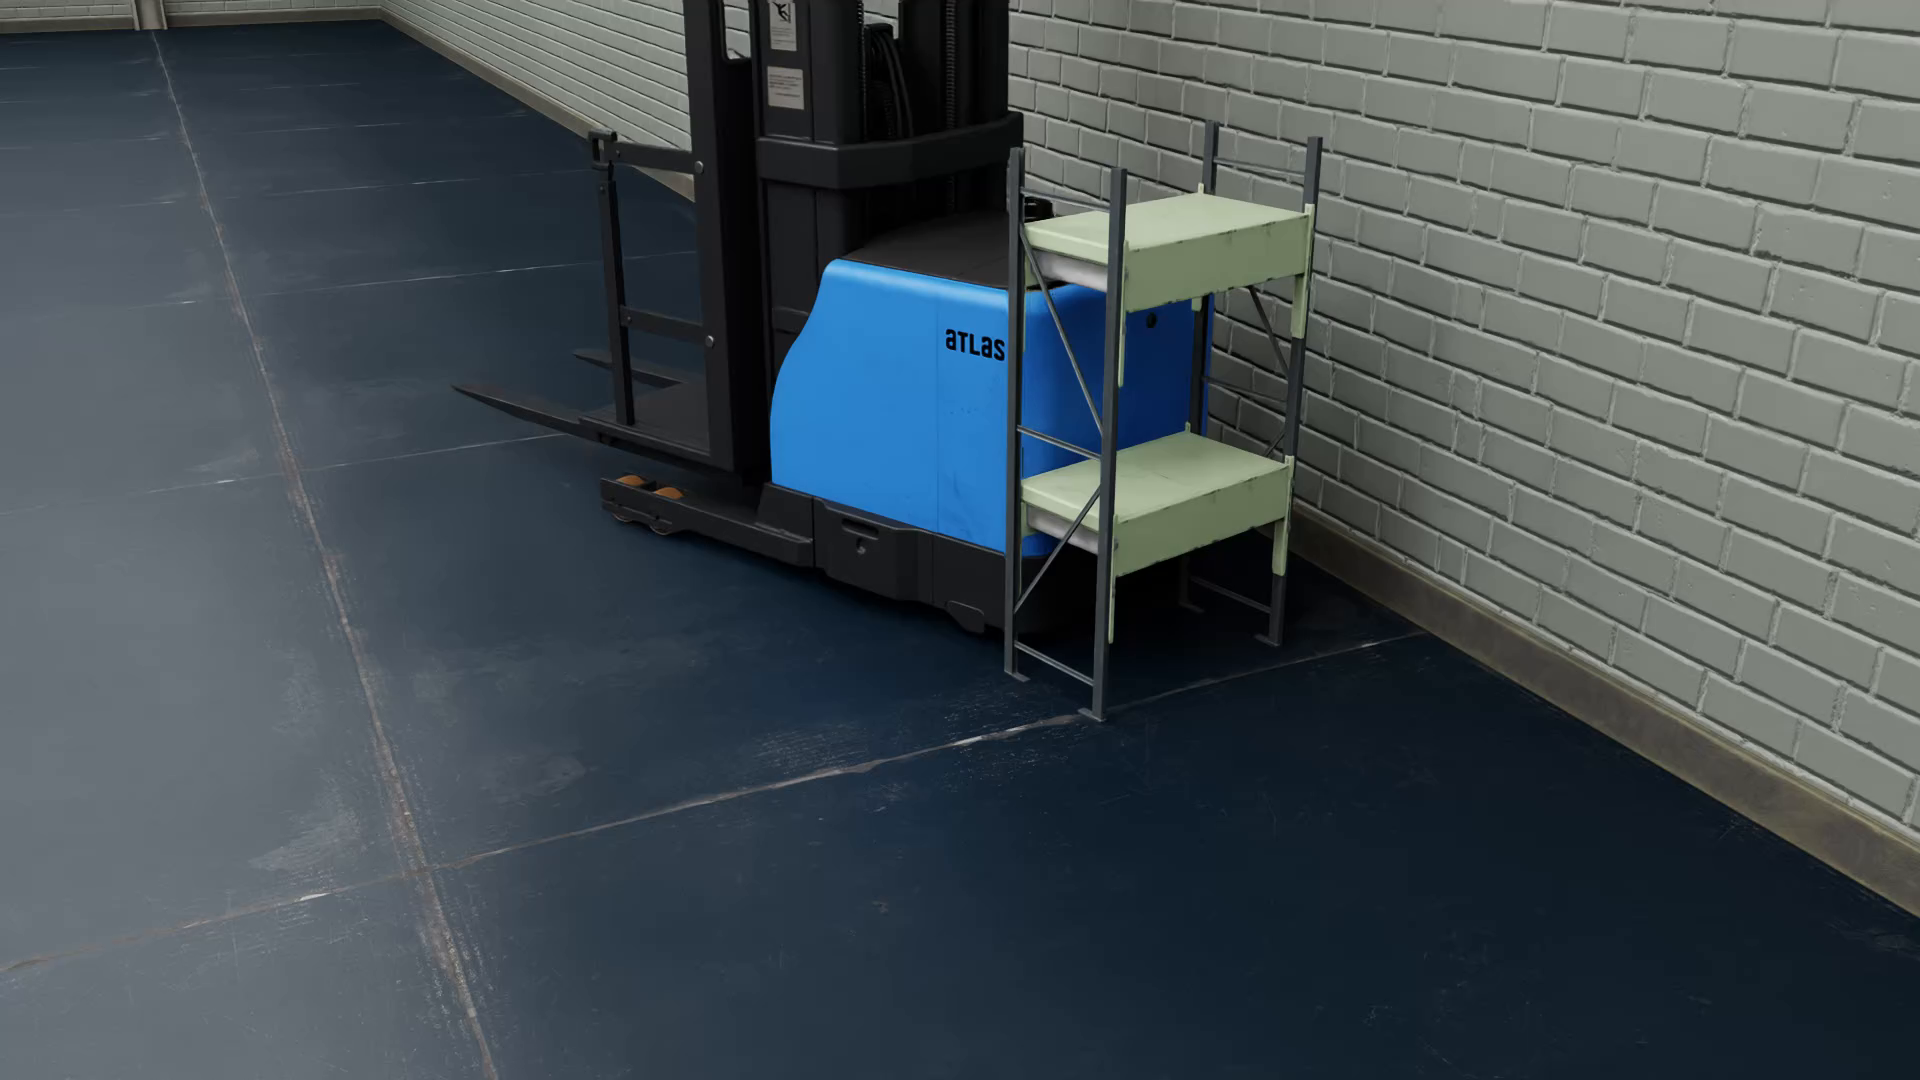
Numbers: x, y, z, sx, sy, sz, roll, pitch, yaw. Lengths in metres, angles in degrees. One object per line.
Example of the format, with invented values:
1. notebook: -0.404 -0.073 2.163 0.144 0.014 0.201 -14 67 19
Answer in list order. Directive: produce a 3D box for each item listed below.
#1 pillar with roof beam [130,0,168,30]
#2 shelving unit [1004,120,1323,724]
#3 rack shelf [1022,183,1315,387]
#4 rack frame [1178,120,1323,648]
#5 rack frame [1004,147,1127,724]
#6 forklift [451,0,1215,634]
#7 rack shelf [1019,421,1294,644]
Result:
1. pillar with roof beam: -9.004 -9.549 17.053 0.400 9.000 9.100 -10 25 -24
2. shelving unit: 0.545 -0.342 4.614 0.755 1.500 0.431 -18 28 -36
3. rack shelf: 0.545 -0.702 4.465 0.720 0.370 0.431 -18 28 -36
4. rack frame: 0.827 -0.431 4.831 0.023 1.500 0.400 -18 28 -36
5. rack frame: 0.264 -0.252 4.398 0.023 1.500 0.400 -18 28 -36
6. forklift: -0.648 -1.512 5.570 3.031 2.935 1.130 17 28 35
7. rack shelf: 0.545 -0.040 4.739 0.720 0.370 0.431 -18 28 -36
